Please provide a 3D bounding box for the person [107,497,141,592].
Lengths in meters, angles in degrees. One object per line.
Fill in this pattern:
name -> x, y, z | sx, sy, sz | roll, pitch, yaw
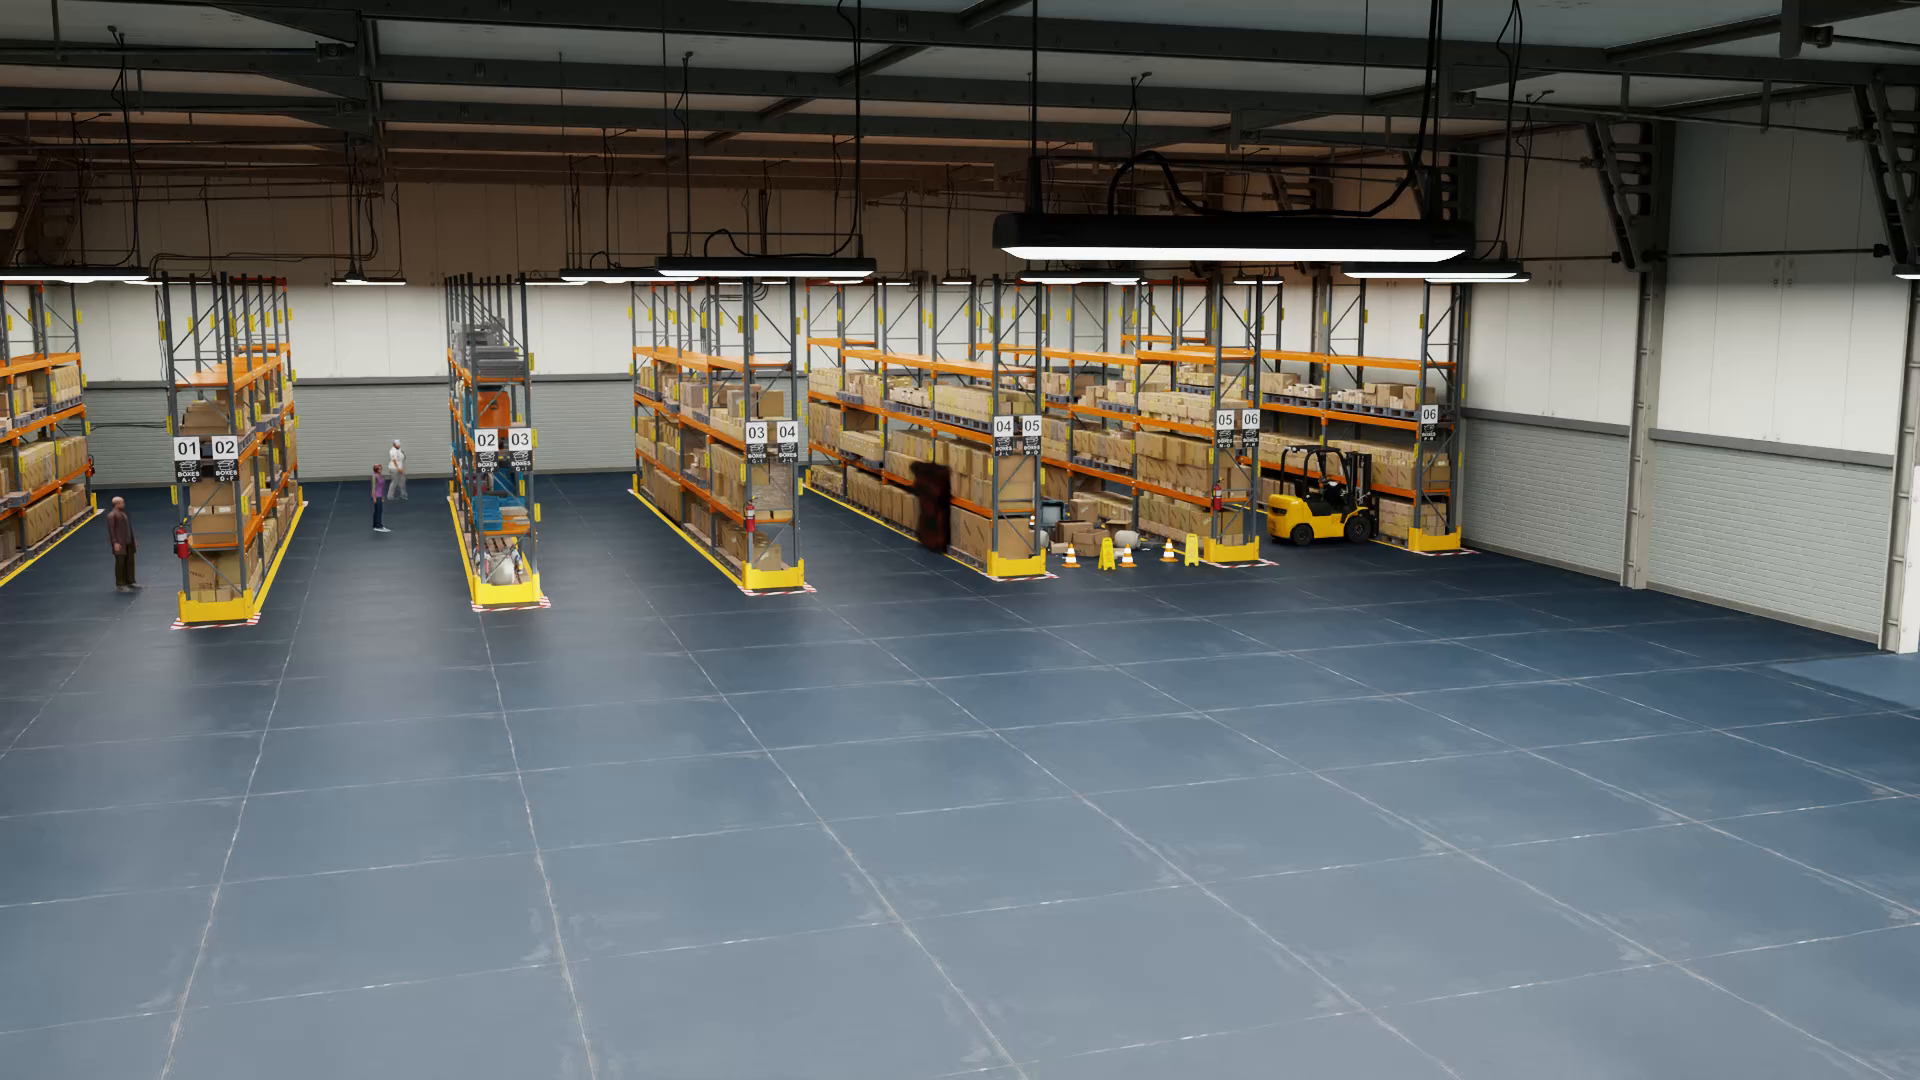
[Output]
person -> -15.968, 0.075, 31.811 | 0.503, 1.806, 0.613 | 3, 9, 16

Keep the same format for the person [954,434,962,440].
person -> -0.057, -2.224, 47.147 | 0.419, 1.824, 0.600 | -6, 11, -37

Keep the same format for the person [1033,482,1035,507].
person -> 1.796, -1.603, 40.809 | 0.417, 1.793, 0.600 | 0, 9, -1

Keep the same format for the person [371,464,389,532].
person -> -13.785, -1.012, 39.504 | 0.386, 1.605, 0.449 | -2, 9, -11

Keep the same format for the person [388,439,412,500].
person -> -15.265, -1.890, 45.213 | 0.690, 1.704, 0.533 | -5, 10, -29
